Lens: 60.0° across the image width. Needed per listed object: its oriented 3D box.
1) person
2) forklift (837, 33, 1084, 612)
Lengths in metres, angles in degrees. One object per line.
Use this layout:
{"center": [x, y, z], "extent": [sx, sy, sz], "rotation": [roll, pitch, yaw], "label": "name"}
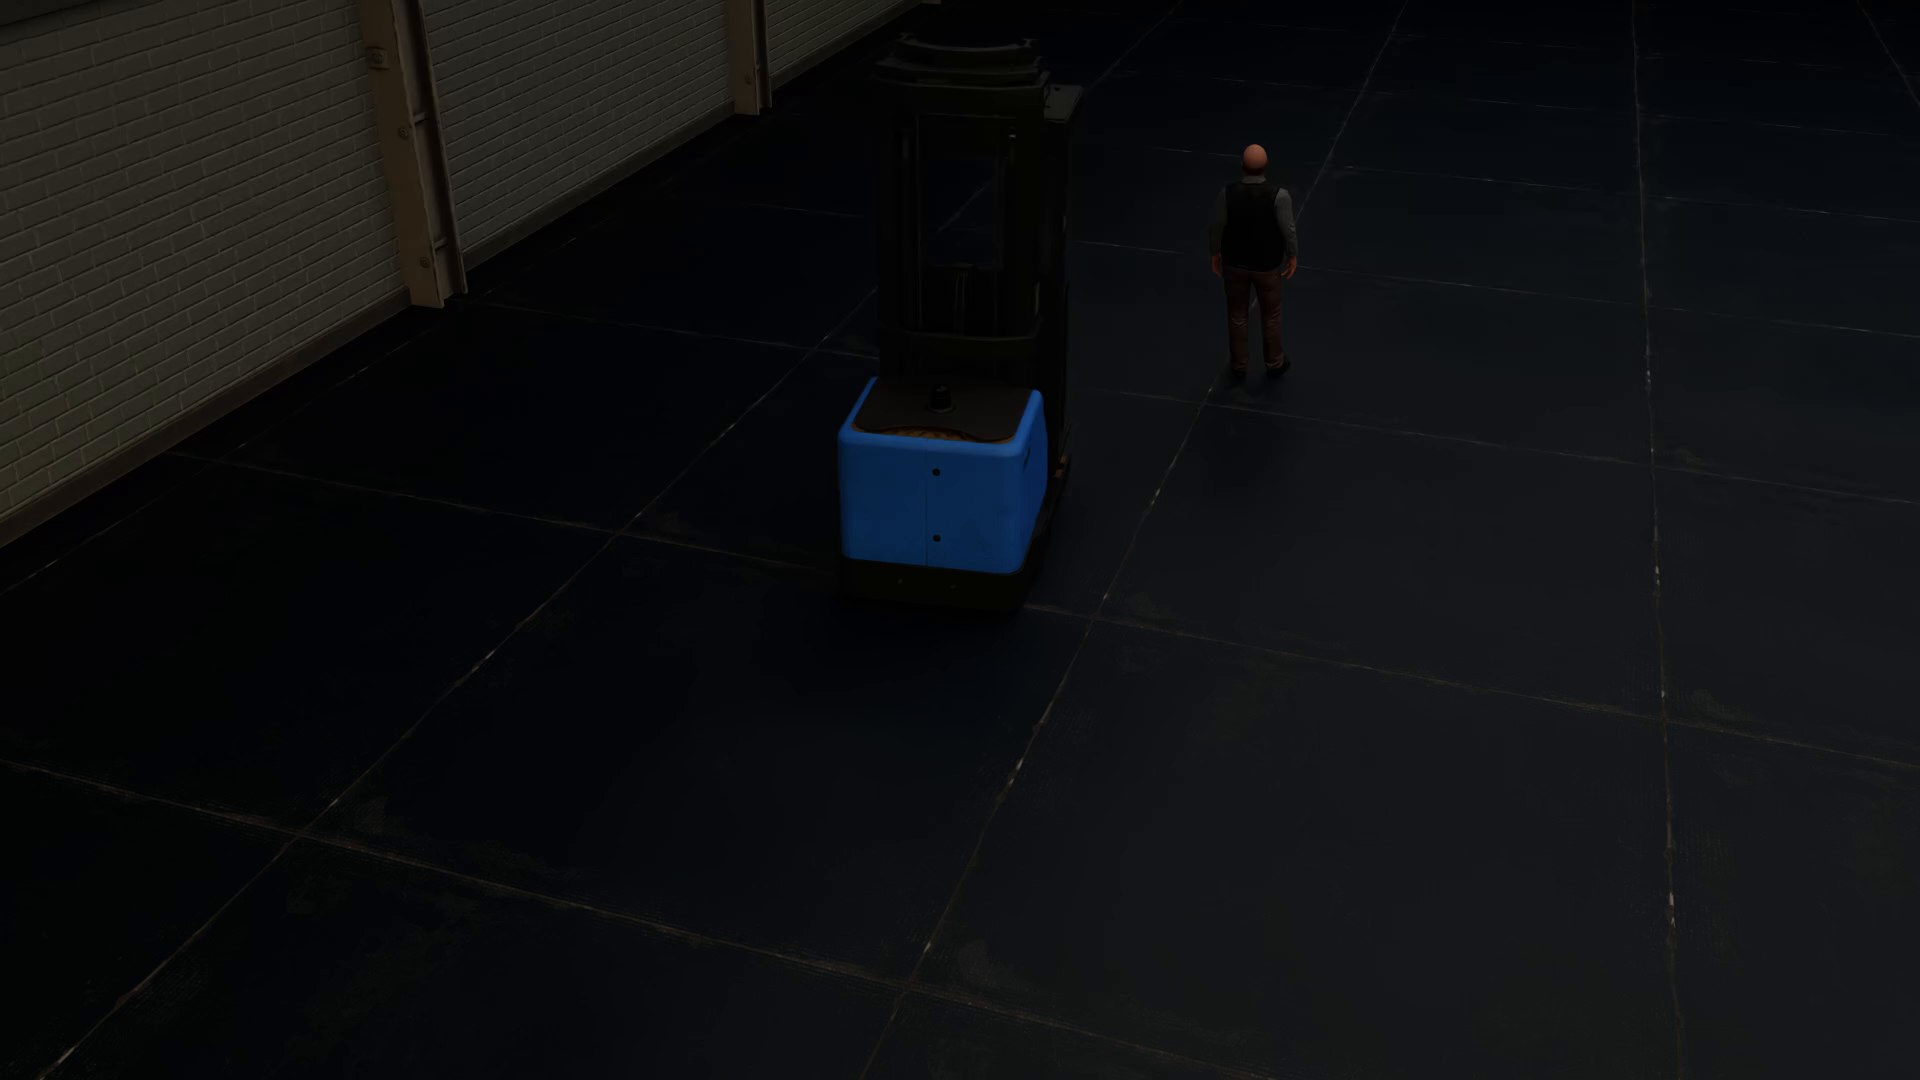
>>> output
{"center": [2.092, -1.991, 11.836], "extent": [0.629, 1.721, 0.567], "rotation": [9, 31, 16], "label": "person"}
{"center": [0.107, -1.586, 9.919], "extent": [1.130, 2.935, 3.031], "rotation": [6, 30, 10], "label": "forklift"}
